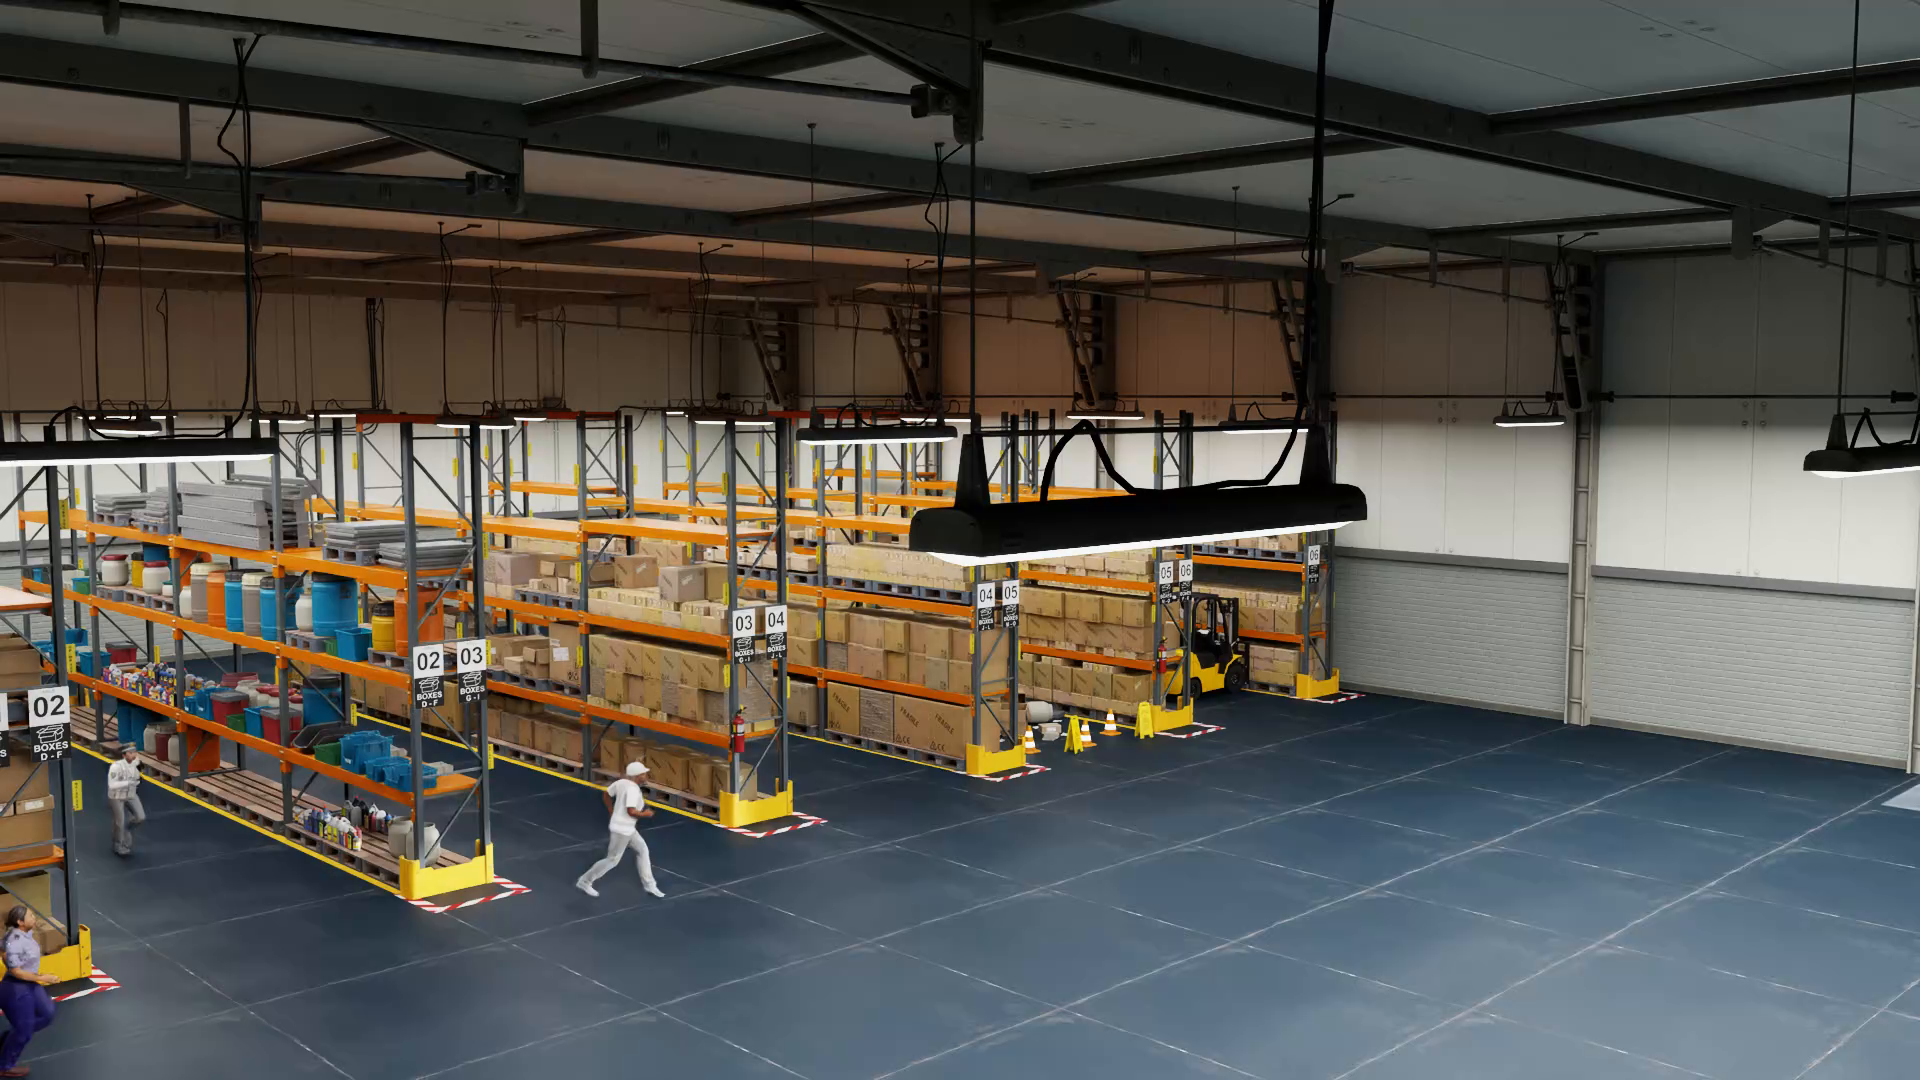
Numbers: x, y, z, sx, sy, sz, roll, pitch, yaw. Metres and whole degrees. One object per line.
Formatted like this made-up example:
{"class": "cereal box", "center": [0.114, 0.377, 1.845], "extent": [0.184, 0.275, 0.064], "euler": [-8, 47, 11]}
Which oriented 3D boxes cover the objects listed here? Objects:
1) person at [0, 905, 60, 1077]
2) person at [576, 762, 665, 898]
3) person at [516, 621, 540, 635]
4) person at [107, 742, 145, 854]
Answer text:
{"class": "person", "center": [-8.725, 4.194, 15.528], "extent": [0.585, 1.587, 0.585], "euler": [-2, 5, -22]}
{"class": "person", "center": [-4.246, 3.664, 20.769], "extent": [1.098, 1.764, 0.686], "euler": [-1, 5, -14]}
{"class": "person", "center": [-11.141, 1.790, 42.639], "extent": [0.615, 1.698, 0.826], "euler": [2, 5, 22]}
{"class": "person", "center": [-11.417, 3.537, 22.801], "extent": [0.750, 1.610, 0.572], "euler": [4, 6, 36]}
